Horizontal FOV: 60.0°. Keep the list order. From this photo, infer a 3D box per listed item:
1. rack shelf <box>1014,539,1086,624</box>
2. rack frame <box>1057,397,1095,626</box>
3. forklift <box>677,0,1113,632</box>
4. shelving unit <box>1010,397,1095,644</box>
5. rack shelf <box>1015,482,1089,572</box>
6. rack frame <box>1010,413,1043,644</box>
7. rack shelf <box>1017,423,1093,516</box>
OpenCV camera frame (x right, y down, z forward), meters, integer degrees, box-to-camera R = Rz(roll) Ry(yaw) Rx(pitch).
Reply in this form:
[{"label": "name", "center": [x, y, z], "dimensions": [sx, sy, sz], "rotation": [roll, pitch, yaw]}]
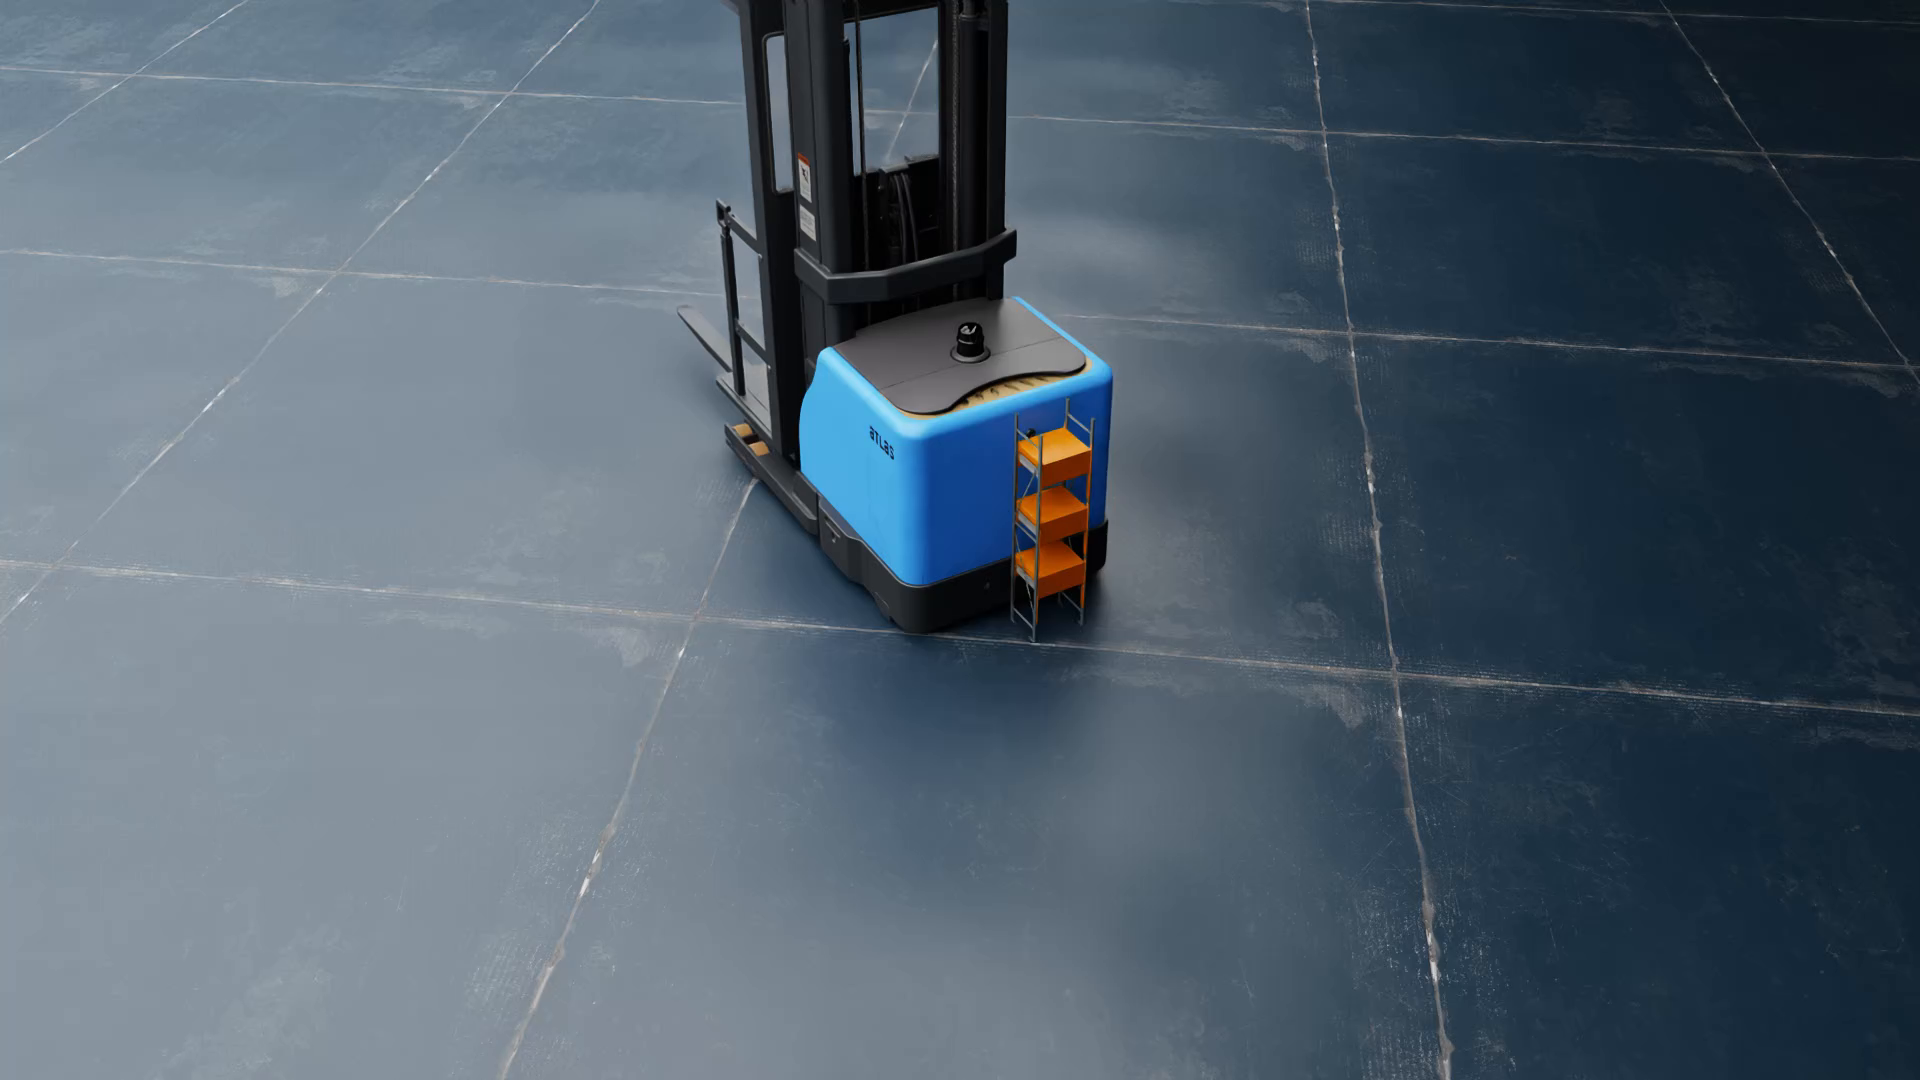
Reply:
[{"label": "rack shelf", "center": [0.378, 0.167, 7.109], "dimensions": [0.240, 0.259, 0.215], "rotation": [-19, 40, -24]}, {"label": "rack frame", "center": [0.484, -0.103, 6.991], "dimensions": [0.008, 1.050, 0.200], "rotation": [-19, 40, -24]}, {"label": "forklift", "center": [-0.516, -1.632, 7.514], "dimensions": [1.130, 2.935, 3.031], "rotation": [-19, 40, -24]}, {"label": "shelving unit", "center": [0.378, -0.068, 6.941], "dimensions": [0.252, 1.050, 0.215], "rotation": [-19, 40, -24]}, {"label": "rack shelf", "center": [0.378, -0.059, 6.947], "dimensions": [0.240, 0.259, 0.215], "rotation": [-19, 40, -24]}, {"label": "rack frame", "center": [0.273, -0.032, 6.891], "dimensions": [0.008, 1.050, 0.200], "rotation": [-19, 40, -24]}, {"label": "rack shelf", "center": [0.378, -0.290, 6.782], "dimensions": [0.240, 0.259, 0.215], "rotation": [-19, 40, -24]}]
